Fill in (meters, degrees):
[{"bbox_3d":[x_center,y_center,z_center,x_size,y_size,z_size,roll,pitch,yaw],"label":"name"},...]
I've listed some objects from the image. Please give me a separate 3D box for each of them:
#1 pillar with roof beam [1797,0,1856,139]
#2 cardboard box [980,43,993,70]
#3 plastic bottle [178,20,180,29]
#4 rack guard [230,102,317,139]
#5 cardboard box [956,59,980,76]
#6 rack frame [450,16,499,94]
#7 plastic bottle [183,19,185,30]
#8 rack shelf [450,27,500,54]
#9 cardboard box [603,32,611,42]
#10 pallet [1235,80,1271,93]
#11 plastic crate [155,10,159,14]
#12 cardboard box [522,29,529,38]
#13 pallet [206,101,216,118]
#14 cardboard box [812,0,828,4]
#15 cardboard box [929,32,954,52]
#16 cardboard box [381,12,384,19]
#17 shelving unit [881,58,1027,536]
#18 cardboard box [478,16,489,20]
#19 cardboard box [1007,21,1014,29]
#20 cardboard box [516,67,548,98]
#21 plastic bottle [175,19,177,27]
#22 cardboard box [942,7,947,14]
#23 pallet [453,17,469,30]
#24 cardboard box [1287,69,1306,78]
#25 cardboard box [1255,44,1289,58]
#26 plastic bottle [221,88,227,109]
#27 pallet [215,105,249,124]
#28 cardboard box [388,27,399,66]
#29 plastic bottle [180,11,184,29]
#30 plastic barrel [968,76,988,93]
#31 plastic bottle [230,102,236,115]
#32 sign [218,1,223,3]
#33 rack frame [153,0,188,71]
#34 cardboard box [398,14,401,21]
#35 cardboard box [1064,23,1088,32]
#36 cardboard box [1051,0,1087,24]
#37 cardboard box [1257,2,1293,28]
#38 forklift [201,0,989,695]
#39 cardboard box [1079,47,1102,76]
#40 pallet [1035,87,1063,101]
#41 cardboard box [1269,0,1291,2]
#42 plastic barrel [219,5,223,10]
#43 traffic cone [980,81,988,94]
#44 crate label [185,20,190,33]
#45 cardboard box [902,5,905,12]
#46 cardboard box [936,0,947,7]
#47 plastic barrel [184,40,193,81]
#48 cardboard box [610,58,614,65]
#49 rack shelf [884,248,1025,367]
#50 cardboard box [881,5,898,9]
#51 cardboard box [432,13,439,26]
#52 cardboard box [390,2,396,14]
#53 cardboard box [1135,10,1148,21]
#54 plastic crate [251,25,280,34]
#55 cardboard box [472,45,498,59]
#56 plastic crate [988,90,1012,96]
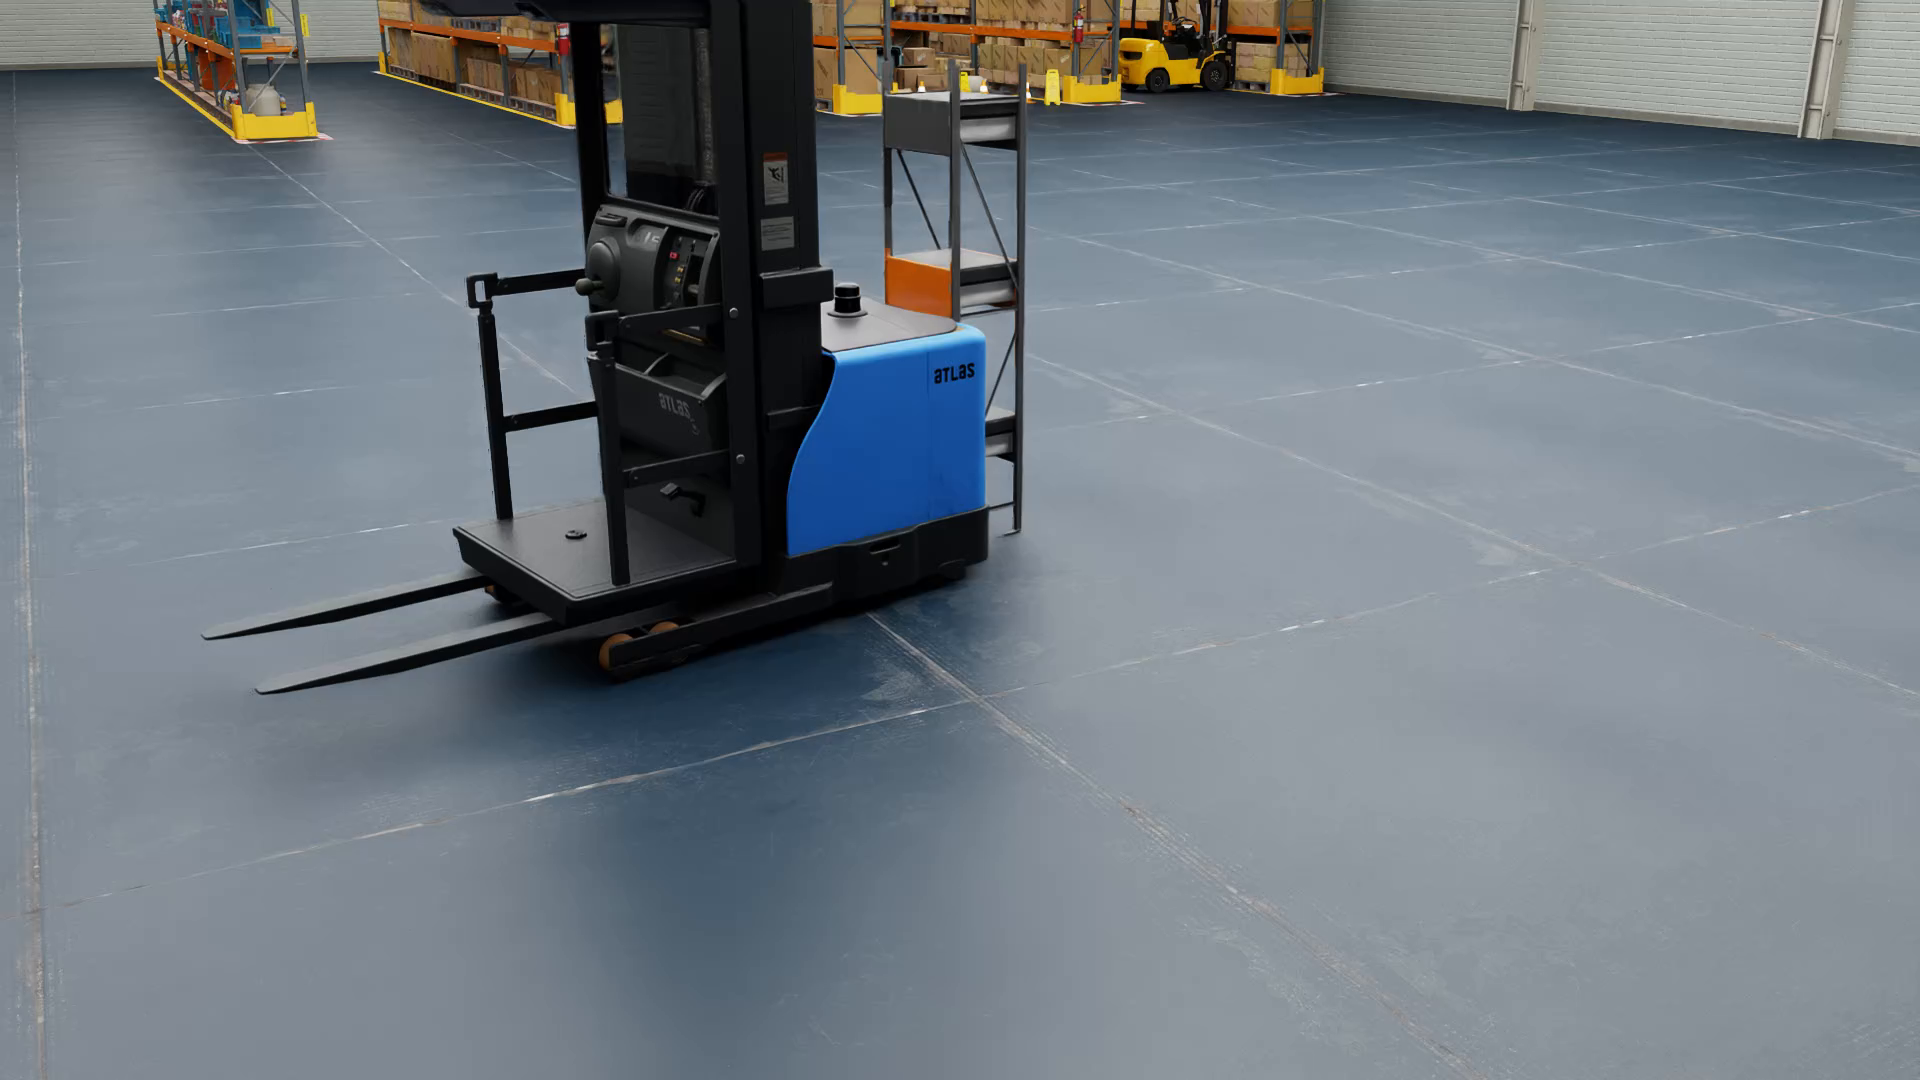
[{"bbox_3d":[9.341,-9.765,22.134,9.100,9.000,0.400,-10,21,-27],"label":"pillar with roof beam"},{"bbox_3d":[0.746,-10.121,34.786,0.500,0.500,0.500,-9,21,-24],"label":"cardboard box"},{"bbox_3d":[-15.665,-10.423,33.436,0.097,0.271,0.097,0,19,0],"label":"plastic bottle"},{"bbox_3d":[-10.555,-6.462,25.591,1.175,0.500,0.348,-10,21,-27],"label":"rack guard"},{"bbox_3d":[0.452,-10.186,35.936,0.950,0.372,0.625,-10,21,-26],"label":"cardboard box"},{"bbox_3d":[-9.918,-10.692,34.020,1.000,3.000,0.127,-10,21,-27],"label":"rack frame"},{"bbox_3d":[-15.085,-10.073,32.421,0.097,0.271,0.097,0,19,0],"label":"plastic bottle"},{"bbox_3d":[-8.968,-9.778,32.473,1.077,0.370,4.000,-10,21,-27],"label":"rack shelf"},{"bbox_3d":[-6.044,-8.396,27.750,0.380,0.149,0.250,-10,21,-27],"label":"cardboard box"},{"bbox_3d":[6.569,-9.596,35.116,1.003,0.211,1.213,-10,21,-27],"label":"pallet"},{"bbox_3d":[-17.936,-11.860,37.569,0.416,0.233,0.300,-10,21,-27],"label":"plastic crate"},{"bbox_3d":[-7.457,-8.889,29.177,0.380,0.149,0.250,-10,21,-27],"label":"cardboard box"},{"bbox_3d":[-12.784,-7.678,29.560,1.003,0.211,1.213,-10,21,-27],"label":"pallet"},{"bbox_3d":[-2.190,-9.973,30.048,0.875,0.550,0.550,-10,21,-27],"label":"cardboard box"},{"bbox_3d":[-0.422,-14.122,47.142,0.797,0.503,0.637,-11,22,-29],"label":"cardboard box"},{"bbox_3d":[-13.715,-12.644,40.060,0.380,0.149,0.250,-10,22,-27],"label":"cardboard box"},{"bbox_3d":[-0.027,-1.054,7.466,0.431,2.100,0.503,-15,24,-36],"label":"shelving unit"},{"bbox_3d":[-8.923,-10.275,32.007,0.797,0.503,0.637,-8,20,-21],"label":"cardboard box"},{"bbox_3d":[1.169,-10.452,33.707,0.380,0.149,0.250,-10,21,-26],"label":"cardboard box"},{"bbox_3d":[-7.864,-8.440,30.681,0.500,0.500,0.500,-11,22,-28],"label":"cardboard box"},{"bbox_3d":[-15.995,-10.589,34.025,0.097,0.201,0.097,0,19,0],"label":"plastic bottle"},{"bbox_3d":[-0.172,-11.483,36.053,0.380,0.149,0.250,-10,21,-26],"label":"cardboard box"},{"bbox_3d":[-9.486,-10.414,33.506,1.213,0.211,1.003,-10,21,-27],"label":"pallet"},{"bbox_3d":[6.908,-9.771,34.921,0.500,0.250,0.500,-10,21,-26],"label":"cardboard box"},{"bbox_3d":[6.476,-10.156,34.504,0.500,0.250,0.500,-9,21,-25],"label":"cardboard box"},{"bbox_3d":[-12.270,-7.383,27.814,0.144,0.351,0.185,-11,22,-29],"label":"plastic bottle"},{"bbox_3d":[-12.095,-7.260,28.346,1.003,0.211,1.213,-10,21,-27],"label":"pallet"},{"bbox_3d":[-13.342,-12.012,40.457,0.875,0.875,0.875,-10,21,-27],"label":"cardboard box"},{"bbox_3d":[-15.426,-10.332,33.052,0.144,0.351,0.185,-10,21,-27],"label":"plastic bottle"},{"bbox_3d":[0.289,-9.072,33.272,0.512,0.421,0.421,4,19,11],"label":"plastic barrel"},{"bbox_3d":[-11.736,-6.973,26.857,0.097,0.201,0.097,0,19,0],"label":"plastic bottle"},{"bbox_3d":[-15.691,-11.289,35.324,0.100,0.325,0.005,-10,21,-27],"label":"sign"},{"bbox_3d":[-18.076,-12.222,38.452,1.000,3.000,0.127,-10,21,-27],"label":"rack frame"},{"bbox_3d":[-12.739,-12.054,38.351,0.380,0.149,0.250,-10,21,-26],"label":"cardboard box"},{"bbox_3d":[2.237,-9.886,32.069,0.380,0.149,0.250,-9,21,-25],"label":"cardboard box"},{"bbox_3d":[2.102,-10.232,32.076,0.500,0.500,0.500,-10,22,-28],"label":"cardboard box"},{"bbox_3d":[6.504,-10.849,34.319,0.500,0.500,0.500,-11,22,-28],"label":"cardboard box"},{"bbox_3d":[-1.341,-1.064,6.221,3.031,2.935,1.130,-15,24,-37],"label":"forklift"},{"bbox_3d":[2.451,-9.465,32.885,0.500,0.500,0.500,-11,22,-28],"label":"cardboard box"},{"bbox_3d":[2.212,-8.873,33.023,1.003,0.211,1.213,-10,21,-27],"label":"pallet"},{"bbox_3d":[6.558,-11.111,34.085,0.380,0.149,0.250,-10,21,-26],"label":"cardboard box"},{"bbox_3d":[-13.600,-9.716,31.018,0.421,0.512,0.421,0,19,0],"label":"plastic barrel"},{"bbox_3d":[0.448,-8.386,31.224,0.336,0.463,0.334,-10,21,-27],"label":"traffic cone"},{"bbox_3d":[-14.407,-9.667,31.305,0.303,0.233,0.416,-10,21,-27],"label":"crate label"},{"bbox_3d":[-1.101,-12.099,37.837,0.380,0.149,0.250,-11,22,-30],"label":"cardboard box"},{"bbox_3d":[-0.195,-11.854,36.133,0.500,0.500,0.500,-9,21,-25],"label":"cardboard box"},{"bbox_3d":[-15.933,-10.121,34.938,0.600,0.901,0.708,-10,21,-27],"label":"plastic barrel"},{"bbox_3d":[-8.382,-11.788,40.921,0.380,0.149,0.250,-10,21,-27],"label":"cardboard box"},{"bbox_3d":[-0.027,-1.041,7.470,0.431,0.518,0.480,-15,24,-36],"label":"rack shelf"},{"bbox_3d":[-1.650,-12.493,38.700,0.500,0.250,0.500,-10,21,-27],"label":"cardboard box"},{"bbox_3d":[-10.851,-11.136,35.151,0.500,0.500,0.500,-11,22,-28],"label":"cardboard box"},{"bbox_3d":[-12.986,-12.437,38.850,0.500,0.250,0.500,-10,22,-28],"label":"cardboard box"},{"bbox_3d":[4.356,-12.026,38.114,0.500,0.250,0.500,-10,21,-27],"label":"cardboard box"},{"bbox_3d":[-11.613,-8.431,27.694,0.499,0.251,0.616,-10,21,-27],"label":"plastic crate"},{"bbox_3d":[-9.573,-9.886,33.690,0.500,0.250,0.500,-9,21,-24],"label":"cardboard box"},{"bbox_3d":[0.727,-9.121,33.943,0.583,0.080,0.402,16,25,39],"label":"plastic crate"}]
